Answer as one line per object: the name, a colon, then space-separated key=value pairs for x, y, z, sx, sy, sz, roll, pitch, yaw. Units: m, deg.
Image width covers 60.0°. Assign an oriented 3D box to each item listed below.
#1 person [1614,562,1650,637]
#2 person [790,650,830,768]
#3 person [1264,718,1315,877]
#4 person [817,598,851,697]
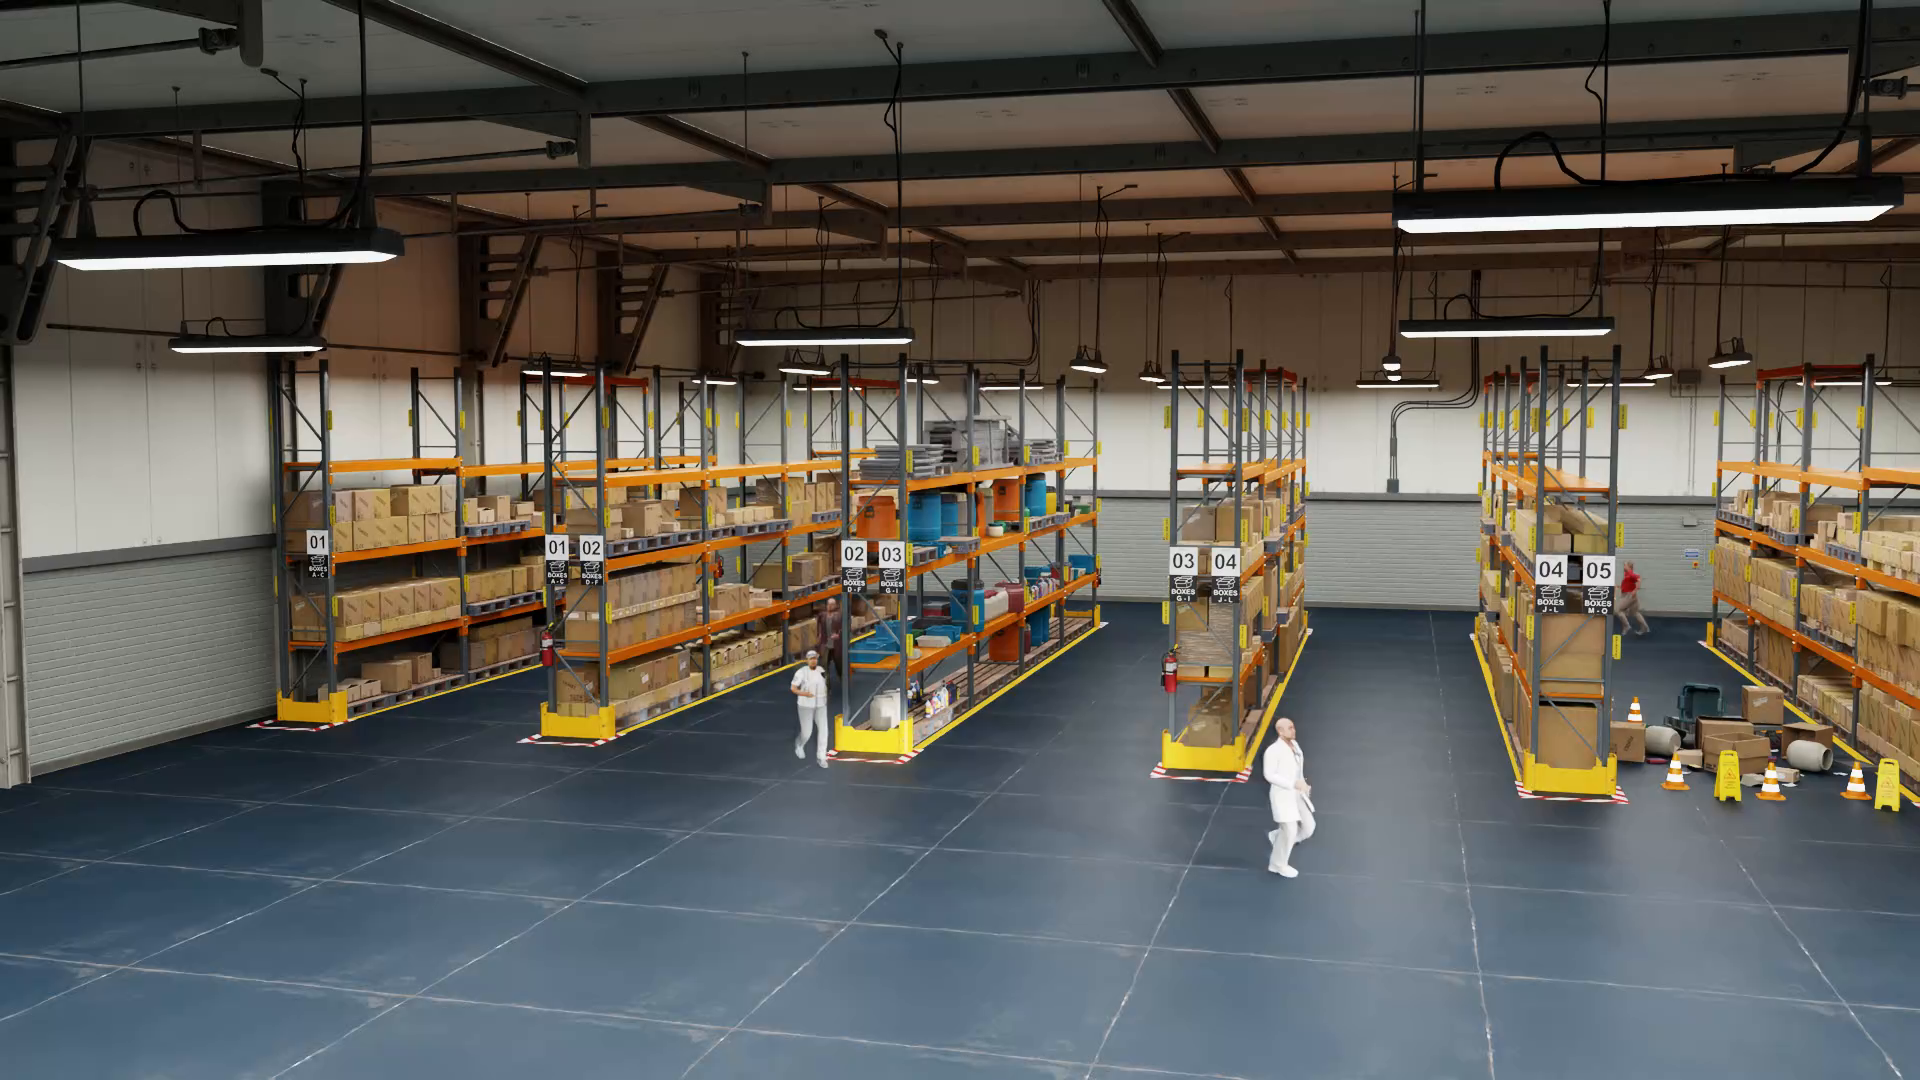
person: x=15.520 y=1.382 z=38.512 sx=0.894 sy=1.750 sz=0.674 roll=2 pitch=5 yaw=24
person: x=-2.167 y=2.441 z=24.209 sx=0.610 sy=1.677 sz=0.781 roll=-2 pitch=5 yaw=-25
person: x=3.614 y=2.826 z=18.272 sx=0.631 sy=1.737 sz=0.705 roll=4 pitch=6 yaw=44
person: x=-2.306 y=1.958 z=30.300 sx=0.674 sy=1.805 sz=1.202 roll=0 pitch=4 yaw=6
